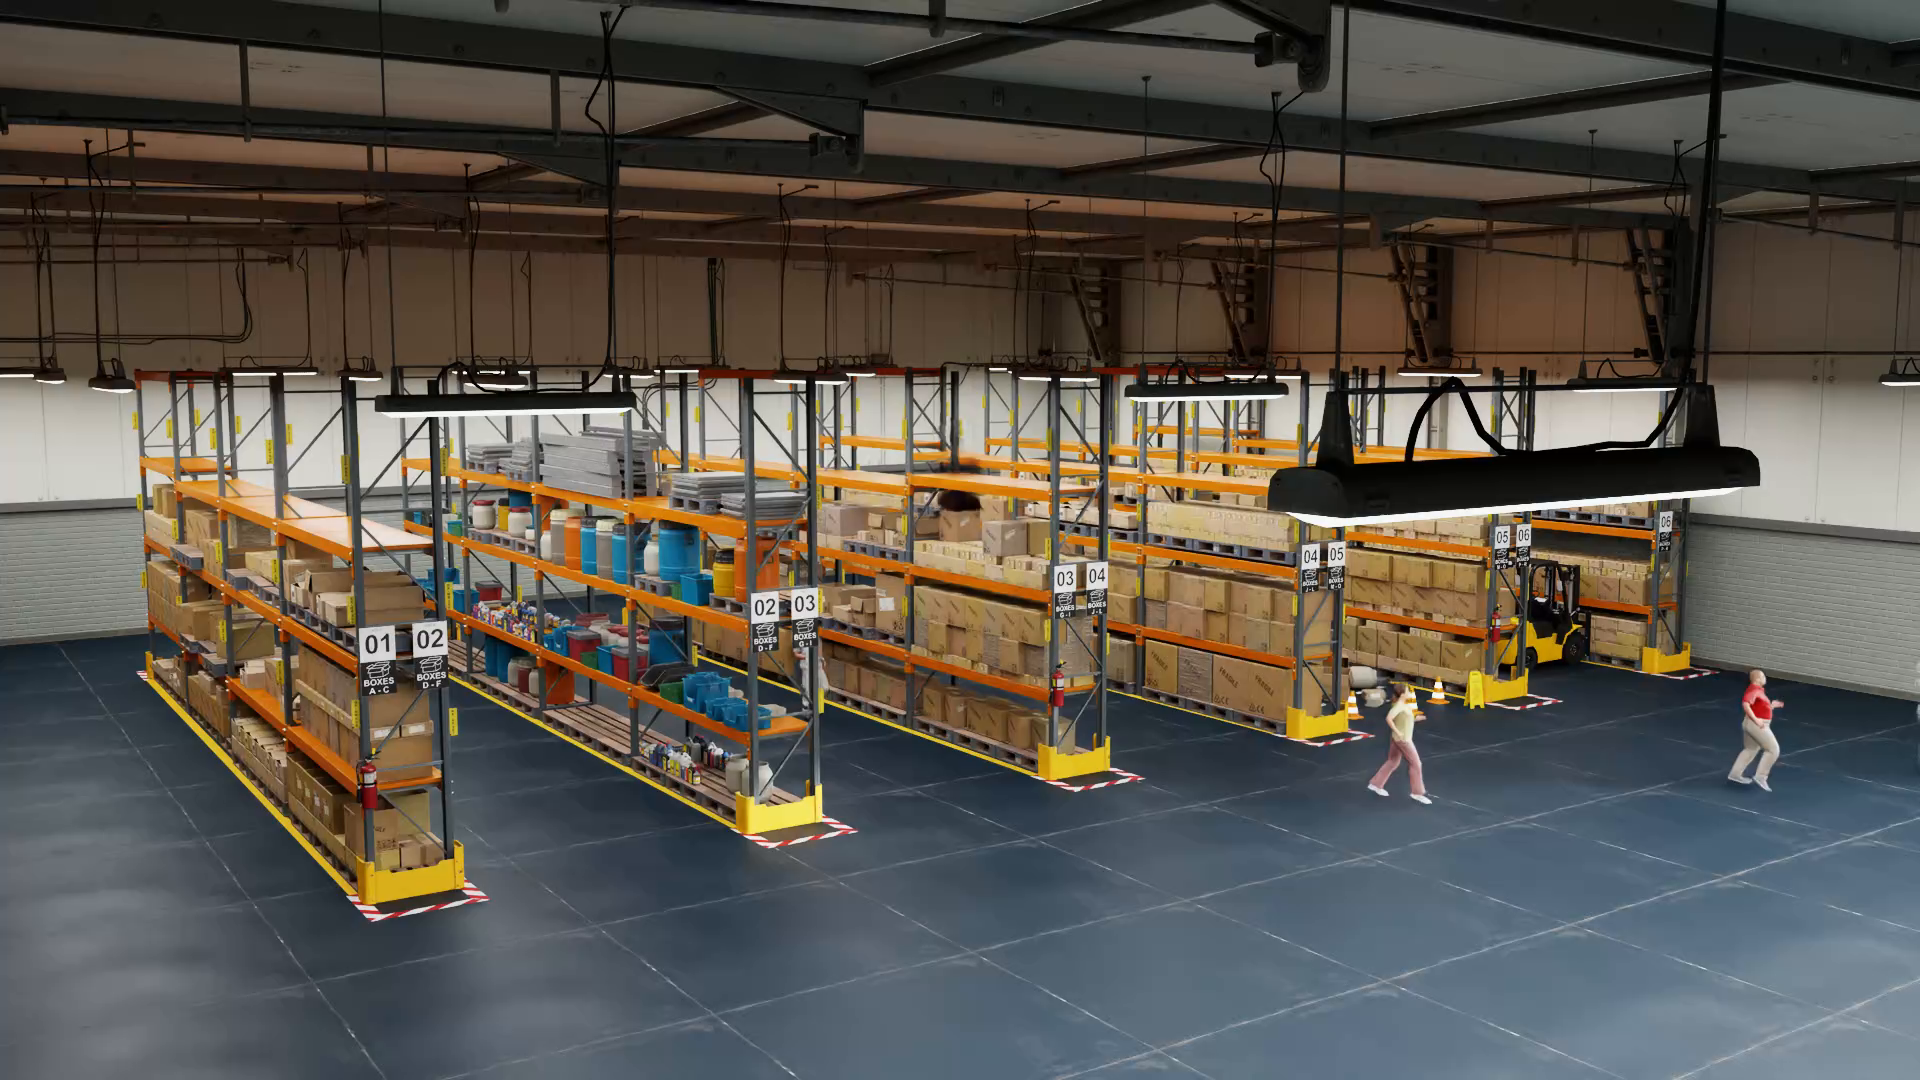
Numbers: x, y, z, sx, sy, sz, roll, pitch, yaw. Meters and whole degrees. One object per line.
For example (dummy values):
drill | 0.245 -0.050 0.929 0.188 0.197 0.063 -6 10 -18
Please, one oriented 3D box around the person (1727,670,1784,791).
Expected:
person | 11.586 2.806 24.147 0.725 1.718 0.633 1 7 9

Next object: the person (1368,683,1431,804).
person | 6.197 2.850 23.393 0.872 1.703 0.560 0 6 3

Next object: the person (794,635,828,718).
person | -2.516 2.221 28.615 0.640 1.750 0.604 -5 8 -37
